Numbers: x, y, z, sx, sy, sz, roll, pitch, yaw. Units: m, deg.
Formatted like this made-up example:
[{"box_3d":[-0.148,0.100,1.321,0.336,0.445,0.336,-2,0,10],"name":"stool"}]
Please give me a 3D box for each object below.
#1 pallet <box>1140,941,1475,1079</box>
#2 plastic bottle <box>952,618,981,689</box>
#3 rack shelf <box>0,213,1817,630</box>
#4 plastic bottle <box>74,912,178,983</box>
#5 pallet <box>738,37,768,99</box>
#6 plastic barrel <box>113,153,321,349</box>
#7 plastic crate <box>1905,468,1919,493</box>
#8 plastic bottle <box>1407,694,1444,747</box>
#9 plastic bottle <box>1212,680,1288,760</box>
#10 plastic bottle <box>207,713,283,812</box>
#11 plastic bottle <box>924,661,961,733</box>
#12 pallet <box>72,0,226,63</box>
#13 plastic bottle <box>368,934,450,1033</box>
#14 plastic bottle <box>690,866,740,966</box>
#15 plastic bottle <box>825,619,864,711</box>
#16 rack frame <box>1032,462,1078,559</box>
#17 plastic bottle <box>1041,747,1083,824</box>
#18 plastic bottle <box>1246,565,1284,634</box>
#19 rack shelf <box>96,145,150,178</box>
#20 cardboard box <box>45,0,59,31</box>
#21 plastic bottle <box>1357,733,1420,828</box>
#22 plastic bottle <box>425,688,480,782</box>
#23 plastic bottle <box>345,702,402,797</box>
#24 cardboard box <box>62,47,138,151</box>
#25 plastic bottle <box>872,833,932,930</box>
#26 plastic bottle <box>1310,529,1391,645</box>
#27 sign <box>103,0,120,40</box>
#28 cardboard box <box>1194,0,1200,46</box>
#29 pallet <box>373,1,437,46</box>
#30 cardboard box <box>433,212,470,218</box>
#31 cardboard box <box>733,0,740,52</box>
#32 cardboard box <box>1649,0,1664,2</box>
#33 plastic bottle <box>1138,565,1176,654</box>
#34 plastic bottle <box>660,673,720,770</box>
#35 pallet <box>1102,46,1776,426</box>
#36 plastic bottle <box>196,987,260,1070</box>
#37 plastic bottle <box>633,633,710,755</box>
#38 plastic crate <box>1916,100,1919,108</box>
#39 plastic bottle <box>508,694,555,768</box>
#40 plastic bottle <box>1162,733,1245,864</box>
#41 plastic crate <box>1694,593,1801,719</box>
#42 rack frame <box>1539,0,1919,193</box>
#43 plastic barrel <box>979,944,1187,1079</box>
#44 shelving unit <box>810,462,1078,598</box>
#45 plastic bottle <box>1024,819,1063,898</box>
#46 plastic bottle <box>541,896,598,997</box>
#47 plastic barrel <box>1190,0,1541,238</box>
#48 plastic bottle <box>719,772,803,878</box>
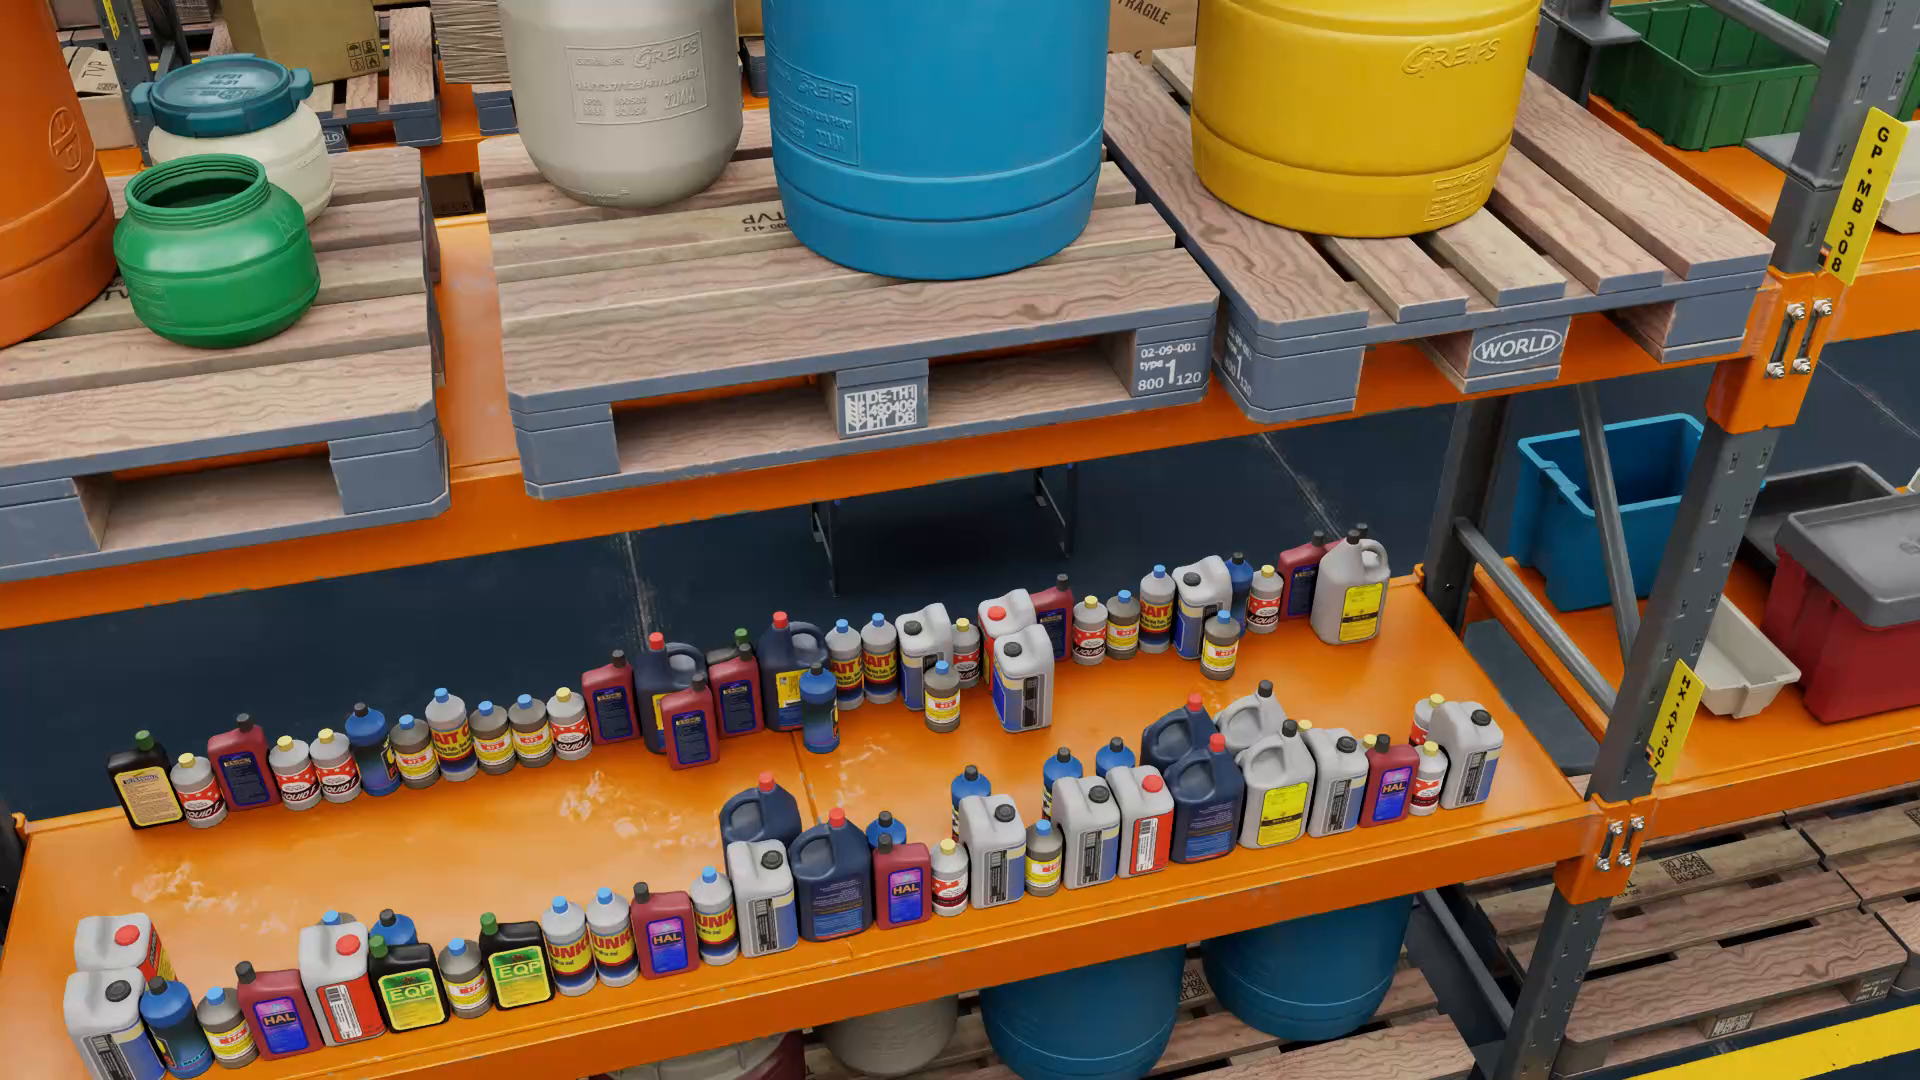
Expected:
[{"box_3d":[0.811,1.429,5.208,1.213,0.211,1.003,-9,38,-12],"name":"pallet"},{"box_3d":[0.007,0.302,4.550,0.097,0.201,0.097,0,37,0],"name":"plastic bottle"},{"box_3d":[-0.364,-0.365,3.381,4.000,0.370,1.077,-9,38,-12],"name":"rack shelf"},{"box_3d":[-1.833,0.939,3.656,0.135,0.276,0.152,-9,38,-12],"name":"plastic bottle"},{"box_3d":[-0.521,-2.543,8.264,1.213,0.211,1.003,-9,38,-12],"name":"pallet"},{"box_3d":[-1.212,-0.472,2.711,0.294,0.245,0.294,0,37,0],"name":"plastic barrel"},{"box_3d":[3.169,-0.147,5.141,0.466,0.136,0.293,-9,38,-12],"name":"plastic crate"},{"box_3d":[1.220,0.485,4.311,0.097,0.201,0.097,0,37,0],"name":"plastic bottle"},{"box_3d":[0.727,0.497,4.173,0.185,0.351,0.144,-9,38,-12],"name":"plastic bottle"},{"box_3d":[-1.793,0.553,4.154,0.133,0.283,0.061,-9,38,-12],"name":"plastic bottle"},{"box_3d":[-0.047,0.406,4.413,0.097,0.201,0.097,0,37,0],"name":"plastic bottle"},{"box_3d":[-5.633,-3.723,11.943,1.213,0.211,1.003,-9,38,-12],"name":"pallet"},{"box_3d":[-1.205,0.957,3.626,0.133,0.283,0.061,-9,38,-12],"name":"plastic bottle"},{"box_3d":[-0.559,0.845,3.783,0.097,0.271,0.097,0,37,0],"name":"plastic bottle"},{"box_3d":[-0.311,0.326,4.461,0.097,0.271,0.097,0,37,0],"name":"plastic bottle"},{"box_3d":[0.408,-0.663,6.882,0.032,1.500,0.500,-9,38,-12],"name":"rack frame"},{"box_3d":[0.250,0.616,4.082,0.097,0.271,0.097,0,37,0],"name":"plastic bottle"},{"box_3d":[0.866,0.161,4.734,0.097,0.201,0.097,0,37,0],"name":"plastic bottle"},{"box_3d":[-5.514,-1.446,7.263,4.000,0.370,1.077,-9,38,-12],"name":"rack shelf"},{"box_3d":[-6.559,-3.882,11.551,0.500,0.500,0.700,-10,38,-12],"name":"cardboard box"},{"box_3d":[1.059,0.586,4.111,0.133,0.283,0.061,-9,38,-12],"name":"plastic bottle"},{"box_3d":[-1.301,0.489,4.248,0.097,0.271,0.097,0,37,0],"name":"plastic bottle"},{"box_3d":[-1.489,0.519,4.208,0.097,0.271,0.097,0,37,0],"name":"plastic bottle"},{"box_3d":[-3.945,-1.981,7.444,0.500,0.311,0.500,-7,38,-9],"name":"cardboard box"},{"box_3d":[-0.134,0.782,3.855,0.133,0.283,0.061,-9,38,-12],"name":"plastic bottle"},{"box_3d":[1.103,0.116,4.671,0.185,0.351,0.144,-9,38,-12],"name":"plastic bottle"},{"box_3d":[-3.435,-2.183,6.682,0.005,0.325,0.100,-9,38,-12],"name":"sign"},{"box_3d":[1.335,-2.726,8.262,0.500,0.500,0.500,-9,38,-11],"name":"cardboard box"},{"box_3d":[-4.097,-3.927,12.209,1.213,0.211,1.003,-9,38,-12],"name":"pallet"},{"box_3d":[-2.741,-1.516,8.458,0.500,0.500,0.500,-8,38,-10],"name":"cardboard box"},{"box_3d":[-1.411,-2.572,7.716,0.500,0.500,0.700,-19,41,-23],"name":"cardboard box"},{"box_3d":[3.779,-3.125,8.784,0.500,0.500,0.500,-8,38,-11],"name":"cardboard box"},{"box_3d":[0.548,0.185,4.645,0.097,0.271,0.097,0,37,0],"name":"plastic bottle"},{"box_3d":[-0.696,0.464,4.271,0.133,0.283,0.061,-9,38,-12],"name":"plastic bottle"},{"box_3d":[0.835,-0.711,3.397,1.003,0.211,1.213,-9,38,-12],"name":"pallet"},{"box_3d":[-1.580,1.040,3.585,0.097,0.201,0.097,0,37,0],"name":"plastic bottle"},{"box_3d":[-0.748,0.381,4.324,0.185,0.351,0.144,-9,38,-12],"name":"plastic bottle"},{"box_3d":[2.362,-1.232,4.061,0.300,0.233,0.416,-9,38,-12],"name":"plastic crate"},{"box_3d":[-1.113,0.486,4.310,0.097,0.201,0.097,0,37,0],"name":"plastic bottle"},{"box_3d":[0.586,0.610,4.024,0.185,0.351,0.144,-9,38,-12],"name":"plastic bottle"},{"box_3d":[2.053,0.315,4.537,0.243,0.136,0.396,-9,38,-12],"name":"plastic crate"},{"box_3d":[1.567,-2.159,2.666,0.127,3.000,1.000,-9,38,-12],"name":"rack frame"},{"box_3d":[0.353,1.079,4.752,0.708,0.901,0.600,-9,38,-12],"name":"plastic barrel"},{"box_3d":[-0.082,-0.582,6.777,1.048,1.500,0.538,-9,38,-12],"name":"shelving unit"},{"box_3d":[0.196,0.748,3.966,0.097,0.201,0.097,0,37,0],"name":"plastic bottle"},{"box_3d":[-0.876,0.897,3.715,0.097,0.271,0.097,0,37,0],"name":"plastic bottle"},{"box_3d":[0.738,-0.945,3.048,0.600,0.588,0.600,0,37,0],"name":"plastic barrel"},{"box_3d":[-0.469,0.688,3.923,0.185,0.351,0.144,-9,38,-12],"name":"plastic bottle"}]
